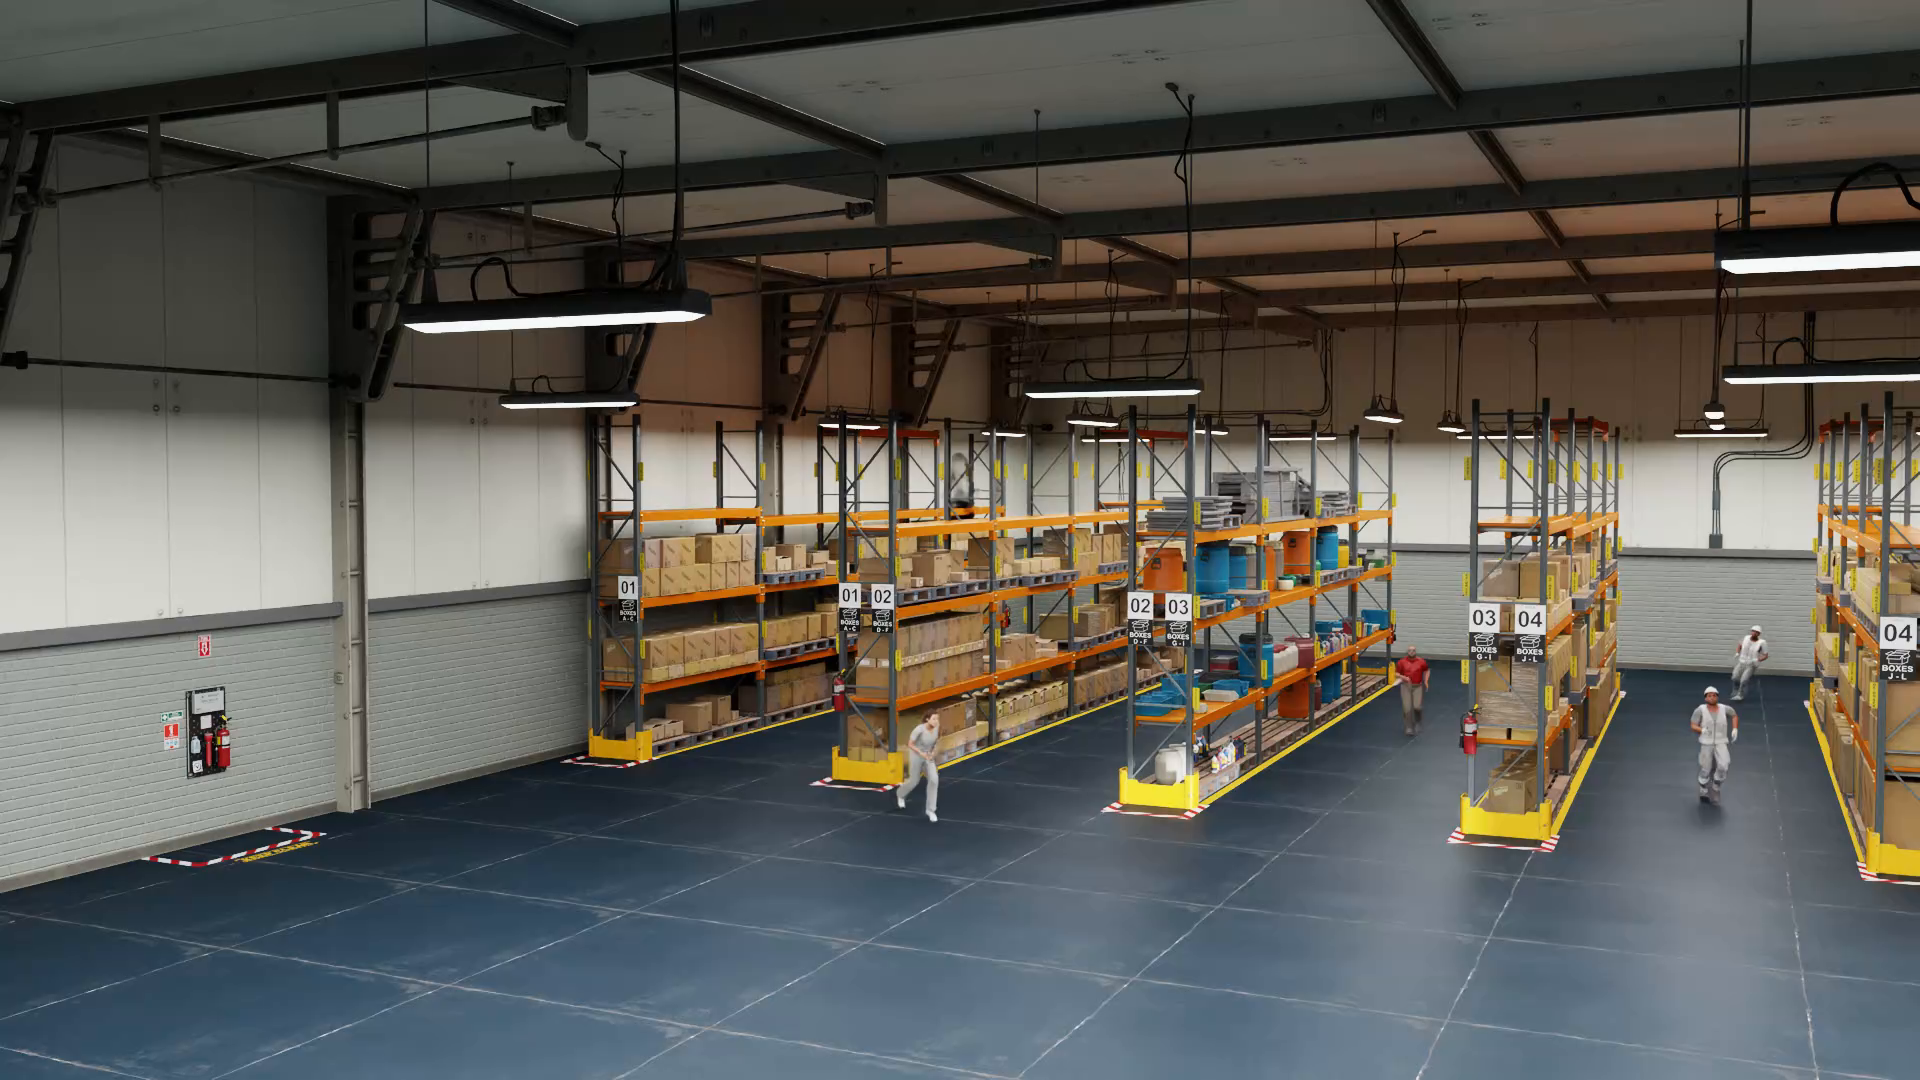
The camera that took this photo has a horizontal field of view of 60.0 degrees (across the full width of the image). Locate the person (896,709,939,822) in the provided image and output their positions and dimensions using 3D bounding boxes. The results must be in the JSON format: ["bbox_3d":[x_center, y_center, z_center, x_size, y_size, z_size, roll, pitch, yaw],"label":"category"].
[{"bbox_3d":[-0.606,3.226,24.185,0.601,1.624,1.005,-2,3,-42],"label":"person"}]

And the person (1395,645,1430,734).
[{"bbox_3d":[8.590,2.845,31.582,0.646,1.691,0.648,1,2,15],"label":"person"}]

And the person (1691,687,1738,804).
[{"bbox_3d":[11.324,3.072,24.957,0.675,1.749,0.852,1,2,19],"label":"person"}]

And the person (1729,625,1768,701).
[{"bbox_3d":[17.082,2.678,36.065,0.844,1.683,0.647,2,3,43],"label":"person"}]
